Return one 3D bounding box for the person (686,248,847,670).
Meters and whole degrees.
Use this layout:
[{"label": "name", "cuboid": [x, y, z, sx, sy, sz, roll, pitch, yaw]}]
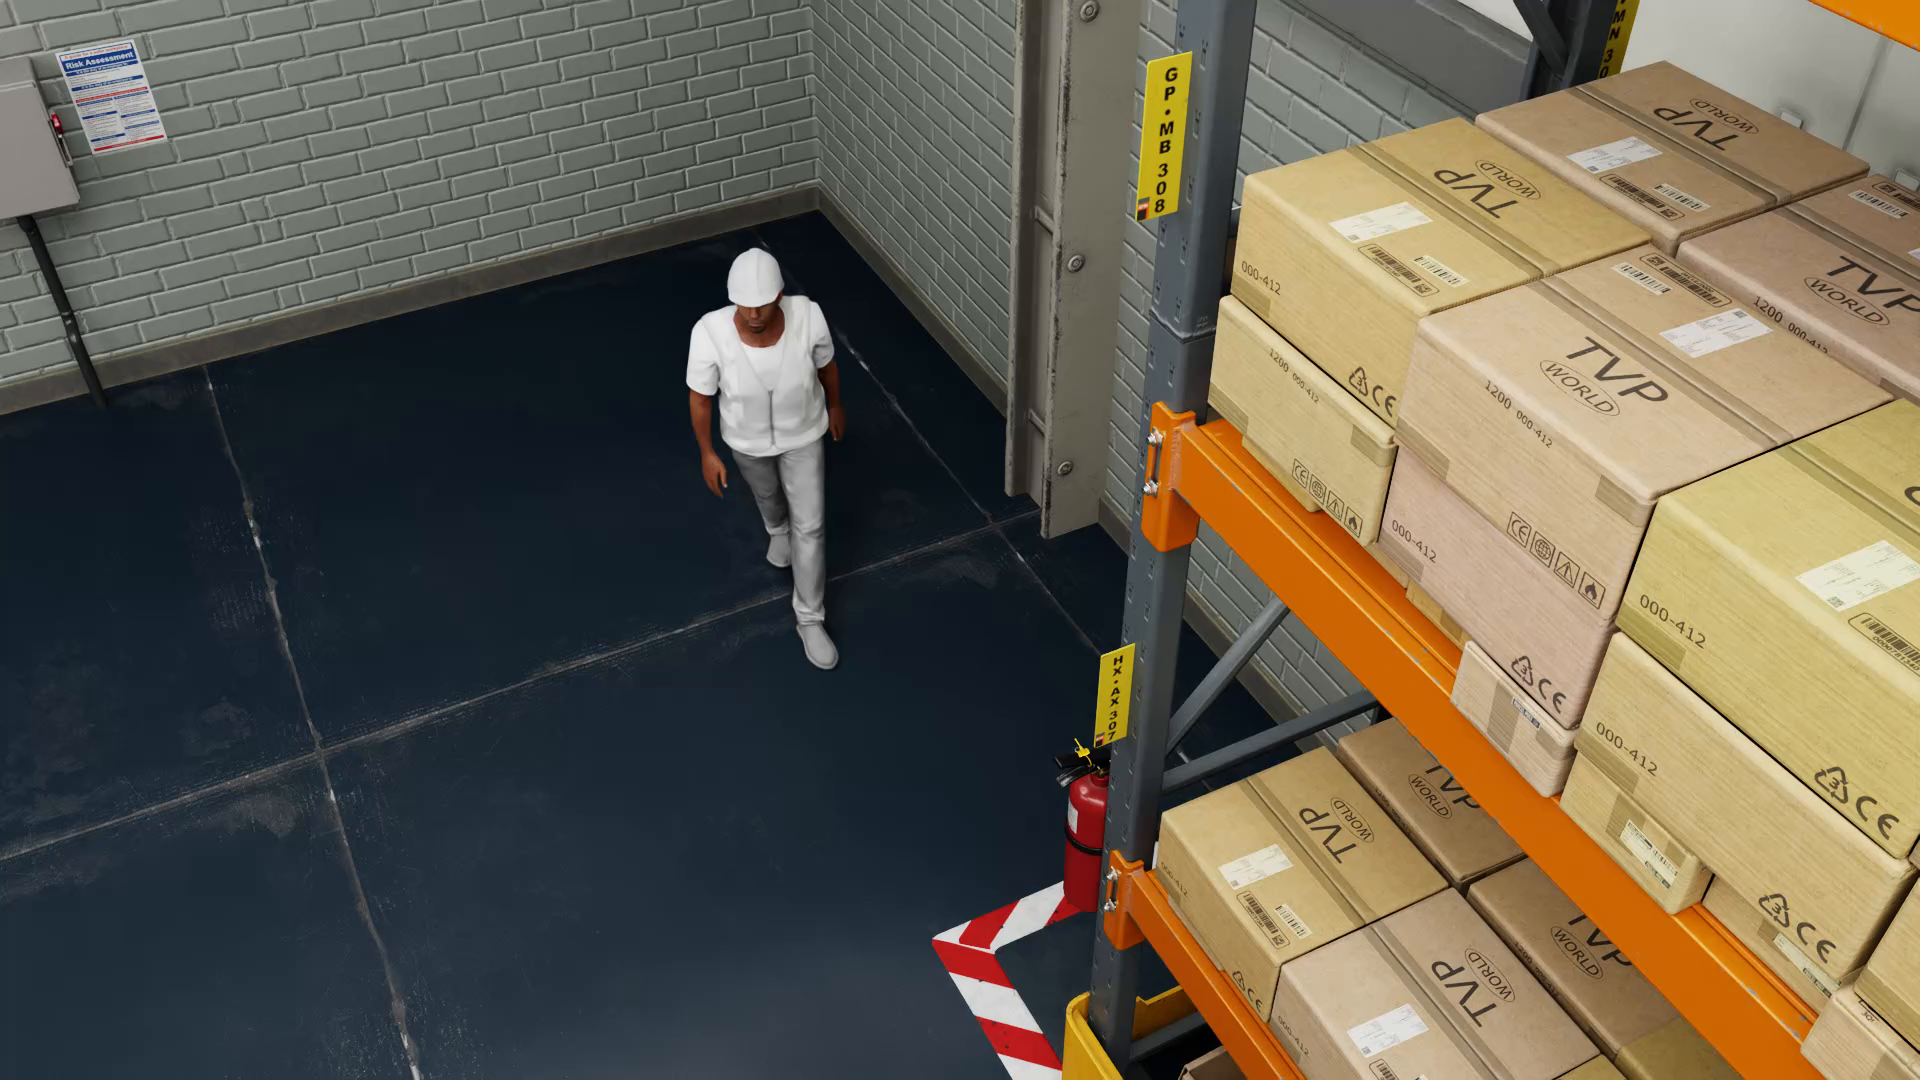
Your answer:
[{"label": "person", "cuboid": [-0.750, -0.402, 6.590, 0.605, 1.711, 0.944, -3, 41, -3]}]
